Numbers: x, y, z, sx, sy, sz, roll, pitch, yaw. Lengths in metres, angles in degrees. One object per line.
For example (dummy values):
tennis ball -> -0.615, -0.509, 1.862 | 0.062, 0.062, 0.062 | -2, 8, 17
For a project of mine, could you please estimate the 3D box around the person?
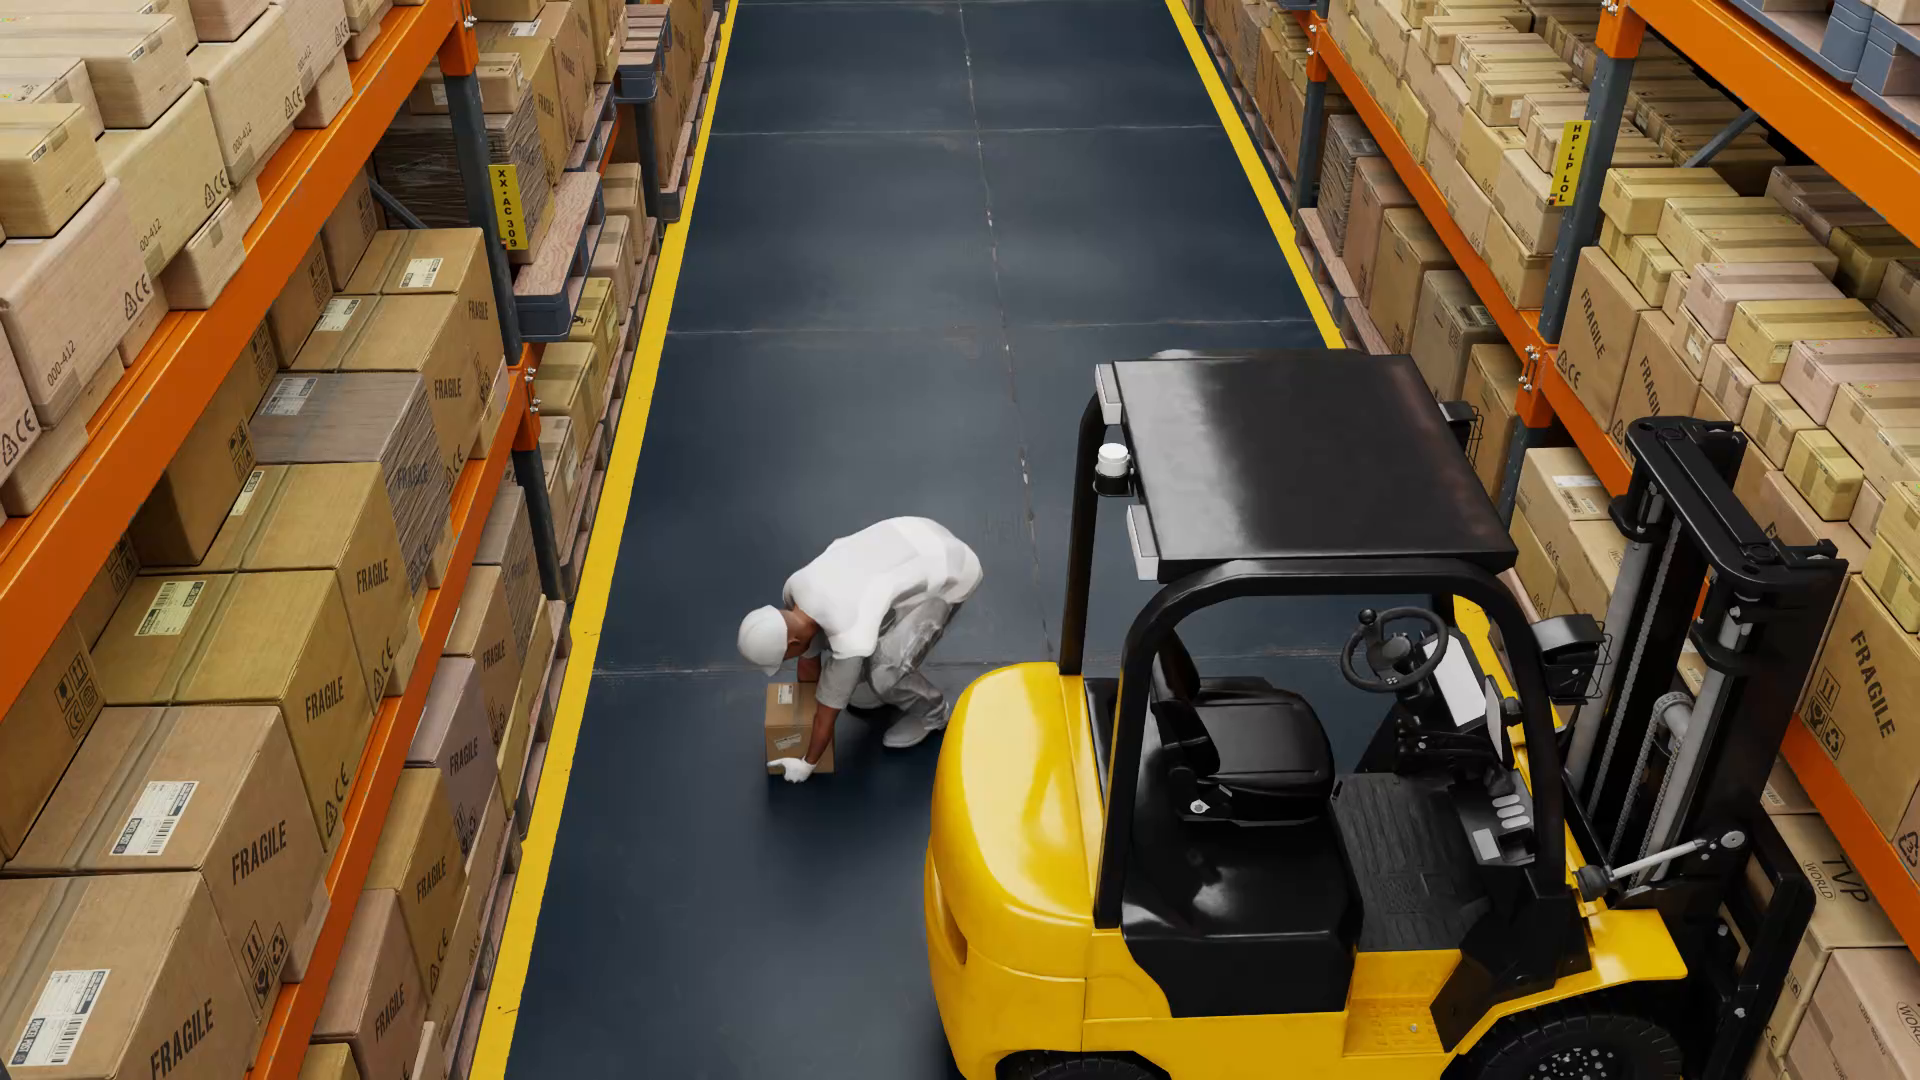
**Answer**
person -> -0.381, 0.407, 6.363 | 0.992, 0.885, 0.528 | -21, 40, -27
